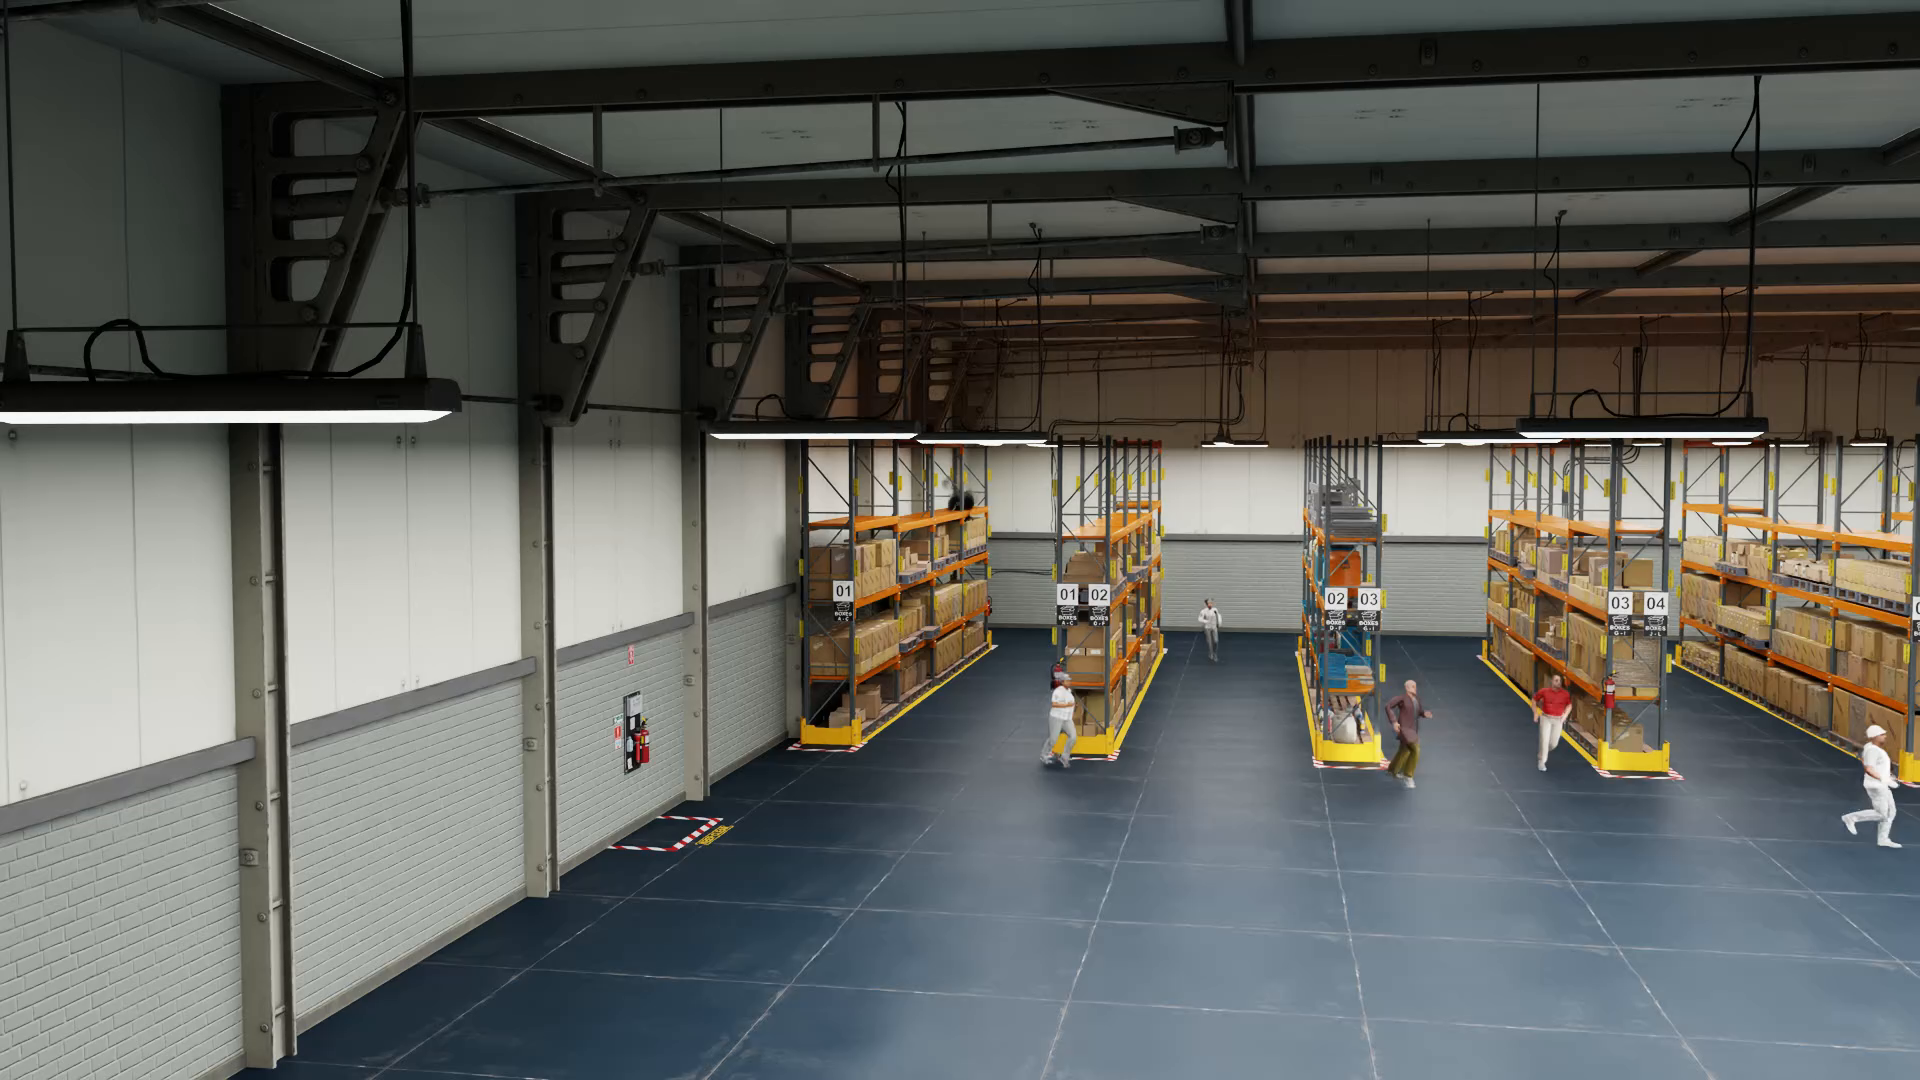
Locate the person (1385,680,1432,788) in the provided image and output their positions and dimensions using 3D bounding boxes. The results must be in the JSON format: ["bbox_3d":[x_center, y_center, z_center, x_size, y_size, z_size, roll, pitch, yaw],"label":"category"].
[{"bbox_3d":[7.657,3.301,28.436,0.693,1.834,0.848,-3,4,-44],"label":"person"}]

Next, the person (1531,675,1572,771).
[{"bbox_3d":[10.679,3.279,30.015,0.700,1.692,0.745,0,3,8],"label":"person"}]

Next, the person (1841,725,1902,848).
[{"bbox_3d":[13.204,3.551,24.050,0.769,1.753,0.682,2,4,32],"label":"person"}]

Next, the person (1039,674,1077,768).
[{"bbox_3d":[1.847,3.285,30.123,0.717,1.725,0.603,3,4,43],"label":"person"}]

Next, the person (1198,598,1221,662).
[{"bbox_3d":[6.797,2.448,45.247,0.640,1.764,0.628,0,3,-3],"label":"person"}]
